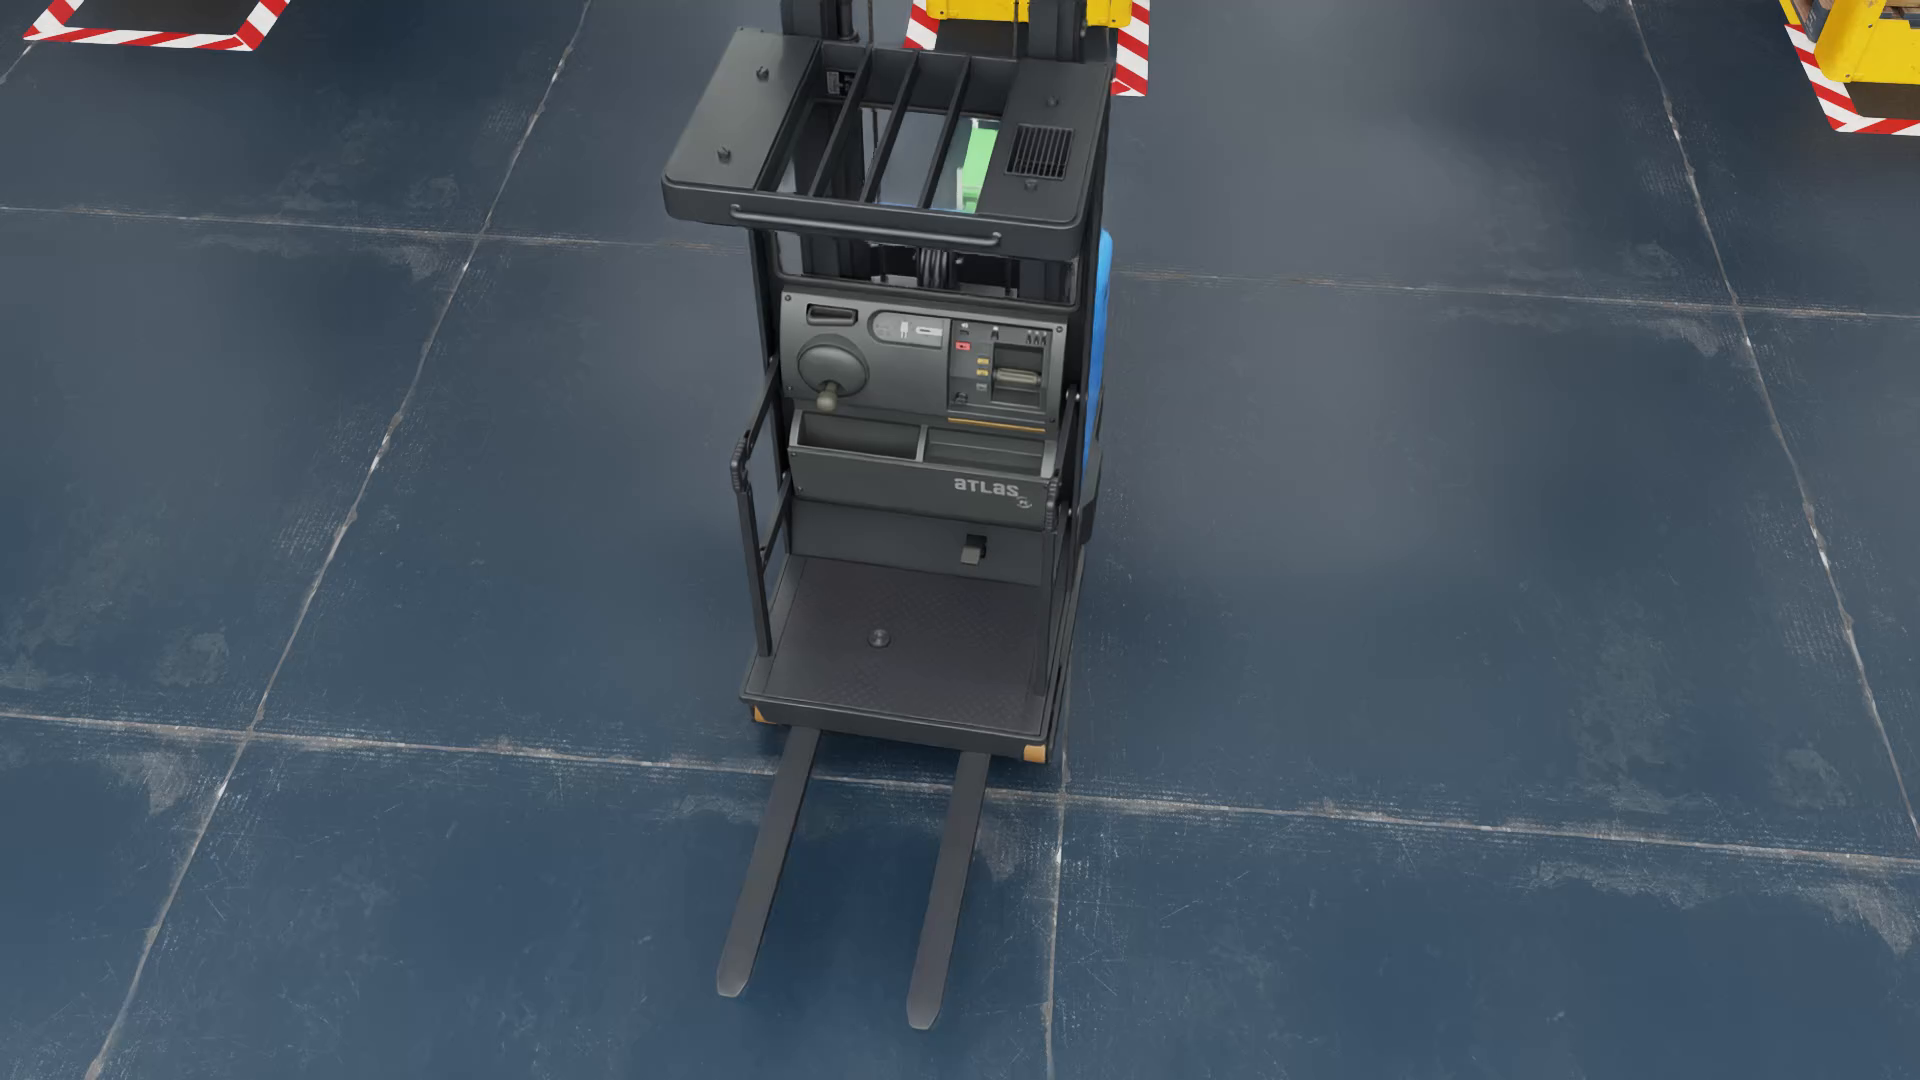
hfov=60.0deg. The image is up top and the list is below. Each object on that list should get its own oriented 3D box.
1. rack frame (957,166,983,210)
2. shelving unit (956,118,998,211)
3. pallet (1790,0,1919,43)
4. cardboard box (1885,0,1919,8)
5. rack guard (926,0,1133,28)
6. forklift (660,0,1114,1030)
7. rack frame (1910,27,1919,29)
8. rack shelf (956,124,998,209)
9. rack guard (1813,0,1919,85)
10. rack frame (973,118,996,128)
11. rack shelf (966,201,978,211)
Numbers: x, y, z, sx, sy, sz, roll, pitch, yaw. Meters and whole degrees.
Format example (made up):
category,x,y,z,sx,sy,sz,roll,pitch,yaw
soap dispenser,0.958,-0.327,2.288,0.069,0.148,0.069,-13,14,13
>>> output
category,x,y,z,sx,sy,sz,roll,pitch,yaw
rack frame,0.108,-1.024,6.887,0.240,1.200,0.015,6,47,5
shelving unit,0.141,-1.200,7.054,0.258,1.200,0.503,6,47,5
pallet,5.317,-3.269,9.623,1.003,0.211,1.213,4,48,4
cardboard box,5.318,-3.544,9.140,0.875,0.875,0.875,4,48,4
rack guard,0.399,-3.237,9.398,1.175,0.500,0.348,4,48,4
forklift,-0.159,-0.479,5.228,1.130,2.935,3.031,7,48,7
rack frame,5.322,-3.617,8.051,1.000,3.000,0.127,4,48,4
rack shelf,0.142,-1.486,6.752,0.258,0.148,0.480,6,47,5
rack guard,5.320,-2.756,8.958,1.175,0.500,0.348,4,48,4
rack frame,0.173,-1.375,7.220,0.240,1.200,0.015,6,47,5
rack shelf,0.141,-1.321,6.926,0.258,0.148,0.480,6,47,5
